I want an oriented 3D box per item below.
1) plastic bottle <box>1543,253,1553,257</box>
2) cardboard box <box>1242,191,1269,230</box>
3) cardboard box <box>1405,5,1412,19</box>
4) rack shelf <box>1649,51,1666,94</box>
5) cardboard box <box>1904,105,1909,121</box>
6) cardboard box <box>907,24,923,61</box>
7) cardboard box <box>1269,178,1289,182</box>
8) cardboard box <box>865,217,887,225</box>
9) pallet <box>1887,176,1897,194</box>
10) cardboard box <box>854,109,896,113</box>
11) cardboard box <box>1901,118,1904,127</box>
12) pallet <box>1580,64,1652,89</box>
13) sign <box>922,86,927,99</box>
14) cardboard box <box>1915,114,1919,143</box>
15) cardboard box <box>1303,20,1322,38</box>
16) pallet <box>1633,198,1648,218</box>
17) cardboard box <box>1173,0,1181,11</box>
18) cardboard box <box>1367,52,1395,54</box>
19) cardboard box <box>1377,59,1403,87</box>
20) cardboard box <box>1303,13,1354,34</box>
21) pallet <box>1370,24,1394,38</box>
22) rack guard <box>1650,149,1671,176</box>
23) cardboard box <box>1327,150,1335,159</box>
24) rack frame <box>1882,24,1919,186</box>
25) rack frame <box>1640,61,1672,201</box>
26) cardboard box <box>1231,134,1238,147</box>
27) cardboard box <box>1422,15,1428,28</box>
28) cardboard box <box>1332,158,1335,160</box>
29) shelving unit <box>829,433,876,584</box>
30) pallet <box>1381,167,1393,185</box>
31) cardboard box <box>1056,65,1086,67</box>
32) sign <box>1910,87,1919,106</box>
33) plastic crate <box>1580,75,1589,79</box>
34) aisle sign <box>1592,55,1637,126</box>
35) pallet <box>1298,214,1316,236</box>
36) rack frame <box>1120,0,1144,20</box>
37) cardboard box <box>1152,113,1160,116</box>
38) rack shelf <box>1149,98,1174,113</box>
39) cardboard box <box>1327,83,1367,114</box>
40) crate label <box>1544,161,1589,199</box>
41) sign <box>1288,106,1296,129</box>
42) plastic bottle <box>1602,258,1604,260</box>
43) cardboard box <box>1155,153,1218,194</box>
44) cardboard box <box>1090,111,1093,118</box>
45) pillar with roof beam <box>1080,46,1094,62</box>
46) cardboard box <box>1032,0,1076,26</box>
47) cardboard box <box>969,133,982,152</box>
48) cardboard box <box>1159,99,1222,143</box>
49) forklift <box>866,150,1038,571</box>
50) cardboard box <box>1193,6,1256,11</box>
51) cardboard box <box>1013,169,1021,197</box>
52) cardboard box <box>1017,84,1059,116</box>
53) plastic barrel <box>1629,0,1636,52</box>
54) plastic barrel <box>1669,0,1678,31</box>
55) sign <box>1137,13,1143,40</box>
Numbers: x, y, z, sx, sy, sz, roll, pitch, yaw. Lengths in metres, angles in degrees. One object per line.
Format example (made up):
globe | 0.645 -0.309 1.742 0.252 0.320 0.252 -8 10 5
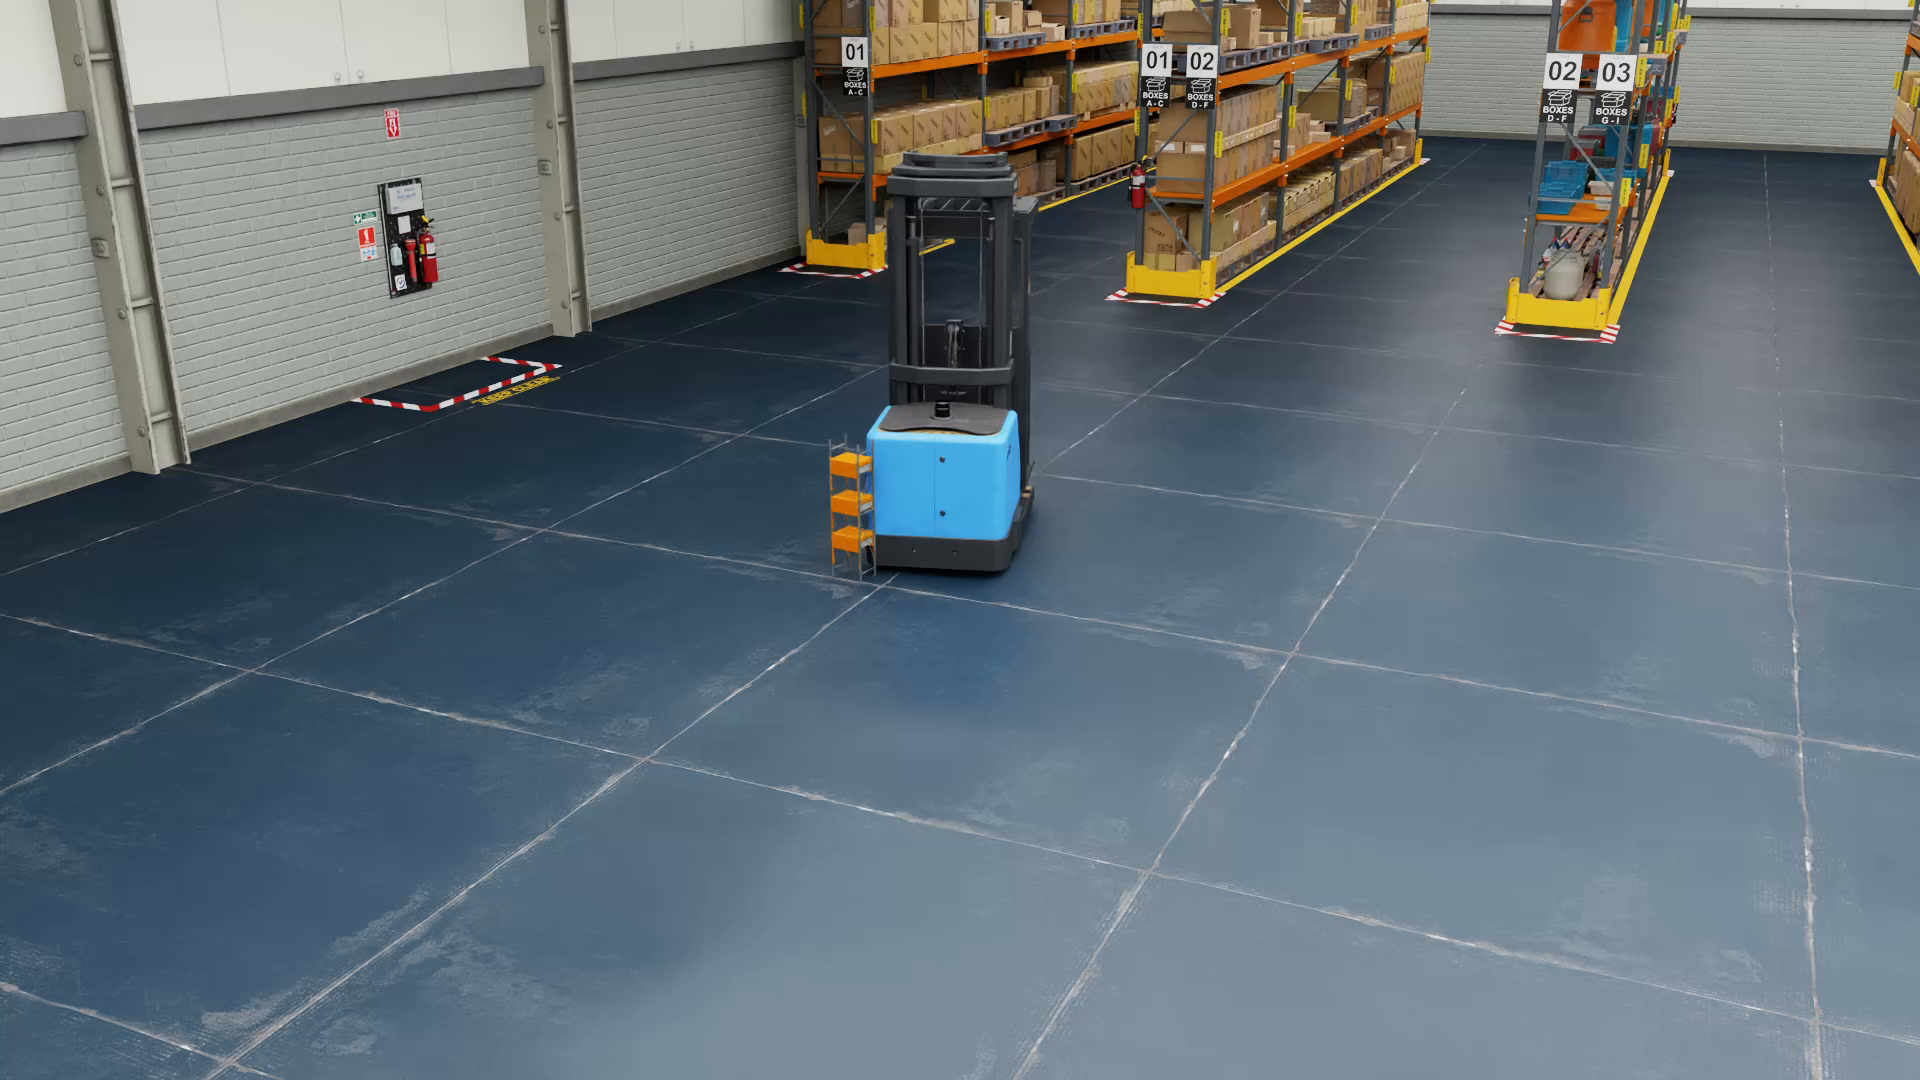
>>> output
plastic bottle | 7.875 -3.706 22.322 0.152 0.276 0.135 8 21 21
cardboard box | 4.253 -4.881 24.575 0.500 0.500 0.500 9 21 23
cardboard box | 8.579 -10.391 32.712 0.500 0.250 0.500 9 21 23
rack shelf | 9.795 -6.953 24.641 1.077 0.370 4.000 9 21 23
cardboard box | 17.130 -7.589 29.611 0.500 0.250 0.500 9 21 24
cardboard box | -0.874 -7.261 24.252 0.500 0.500 0.500 10 22 25
cardboard box | 5.196 -5.901 27.724 0.500 0.311 0.500 8 21 21
cardboard box | -1.101 -4.718 25.115 0.500 0.311 0.500 11 22 27
pallet | 18.153 -6.687 31.458 1.003 0.211 1.213 9 21 23
cardboard box | -1.278 -6.181 24.947 0.500 0.500 0.500 8 21 21
cardboard box | 17.228 -7.524 30.024 0.380 0.149 0.250 9 21 24
pallet | 7.766 -5.609 20.068 1.003 0.211 1.213 9 21 23
sign | -0.570 -7.248 27.144 0.100 0.325 0.005 9 21 23
cardboard box | 16.149 -6.821 27.522 0.500 0.500 0.500 9 21 23
cardboard box | 5.519 -8.229 26.752 0.500 0.250 0.500 8 21 22
pallet | 11.400 -5.795 28.948 1.003 0.211 1.213 9 21 23
cardboard box | 4.373 -11.304 35.248 0.500 0.250 0.500 8 21 21
cardboard box | 8.743 -9.875 34.617 0.500 0.500 0.500 9 21 23
cardboard box | 8.395 -9.175 32.651 0.500 0.500 0.500 8 21 21
cardboard box | 6.244 -8.770 28.526 0.910 0.500 0.500 9 21 23
pallet | 7.403 -9.529 31.091 1.213 0.211 1.003 9 21 23
rack guard | 13.888 -7.767 34.064 1.175 0.500 0.348 9 21 23
cardboard box | 6.700 -7.203 30.702 0.500 0.250 0.500 8 21 22
rack frame | 18.409 -8.256 31.708 1.000 3.000 0.127 9 21 23
rack frame | 12.252 -7.713 30.181 1.000 3.000 0.127 9 21 23
cardboard box | 3.599 -5.485 22.797 0.380 0.149 0.250 8 21 21
cardboard box | 9.403 -10.766 34.513 0.500 0.250 0.500 9 21 23
cardboard box | 6.687 -6.838 30.795 0.500 0.500 0.500 8 21 21
shelving unit | -0.775 -0.224 12.032 0.252 1.050 0.215 12 23 30
pallet | 8.017 -7.290 33.152 1.003 0.211 1.213 9 21 23
cardboard box | 2.161 -9.044 32.181 0.500 0.250 0.500 8 21 21
sign | 16.264 -7.555 28.324 0.100 0.325 0.005 9 21 23
plastic crate | 7.844 -6.075 21.121 0.392 0.384 0.575 9 21 23
aisle sign | 7.576 -5.208 19.255 0.394 0.787 0.004 9 21 23
pallet | 5.223 -5.240 27.387 1.003 0.211 1.213 9 21 23
rack frame | 3.214 -11.899 32.998 1.000 3.000 0.127 9 21 23
cardboard box | 4.525 -9.459 37.226 0.380 0.149 0.250 9 21 23
rack shelf | 4.033 -9.345 35.843 1.077 0.370 4.000 9 21 23
cardboard box | 7.067 -8.090 30.466 0.700 0.500 0.500 3 20 9
crate label | 7.845 -4.661 21.546 0.502 0.435 0.616 9 21 23
sign | 4.965 -6.318 24.847 0.100 0.325 0.005 9 21 23
plastic bottle | 8.629 -3.676 22.242 0.097 0.271 0.097 0 20 0
cardboard box | 3.023 -4.914 22.160 0.700 0.500 0.500 9 21 23
cardboard box | 2.308 -8.130 31.697 0.380 0.149 0.250 9 21 24
pillar with roof beam | 6.639 -11.641 32.272 9.100 9.000 0.400 9 21 23
cardboard box | 1.718 -9.671 30.403 0.700 0.500 0.500 7 21 18
cardboard box | 0.020 -6.379 26.624 0.500 0.250 0.500 9 21 23
cardboard box | 3.045 -5.541 21.988 0.700 0.500 0.500 9 21 23
forklift | 0.022 -1.607 13.112 1.130 2.935 3.031 3 20 7
cardboard box | 3.669 -7.188 23.238 0.797 0.503 0.637 11 22 29
cardboard box | 0.635 -6.199 28.997 0.700 0.500 0.500 9 21 23
cardboard box | 1.392 -7.959 30.067 0.700 0.500 0.500 6 20 16
plastic barrel | 9.812 -7.685 24.984 0.600 0.830 0.708 9 21 23
plastic barrel | 12.063 -9.106 28.713 0.600 0.588 0.600 0 20 0
sign | 2.331 -6.598 21.364 0.100 0.325 0.005 9 21 23
